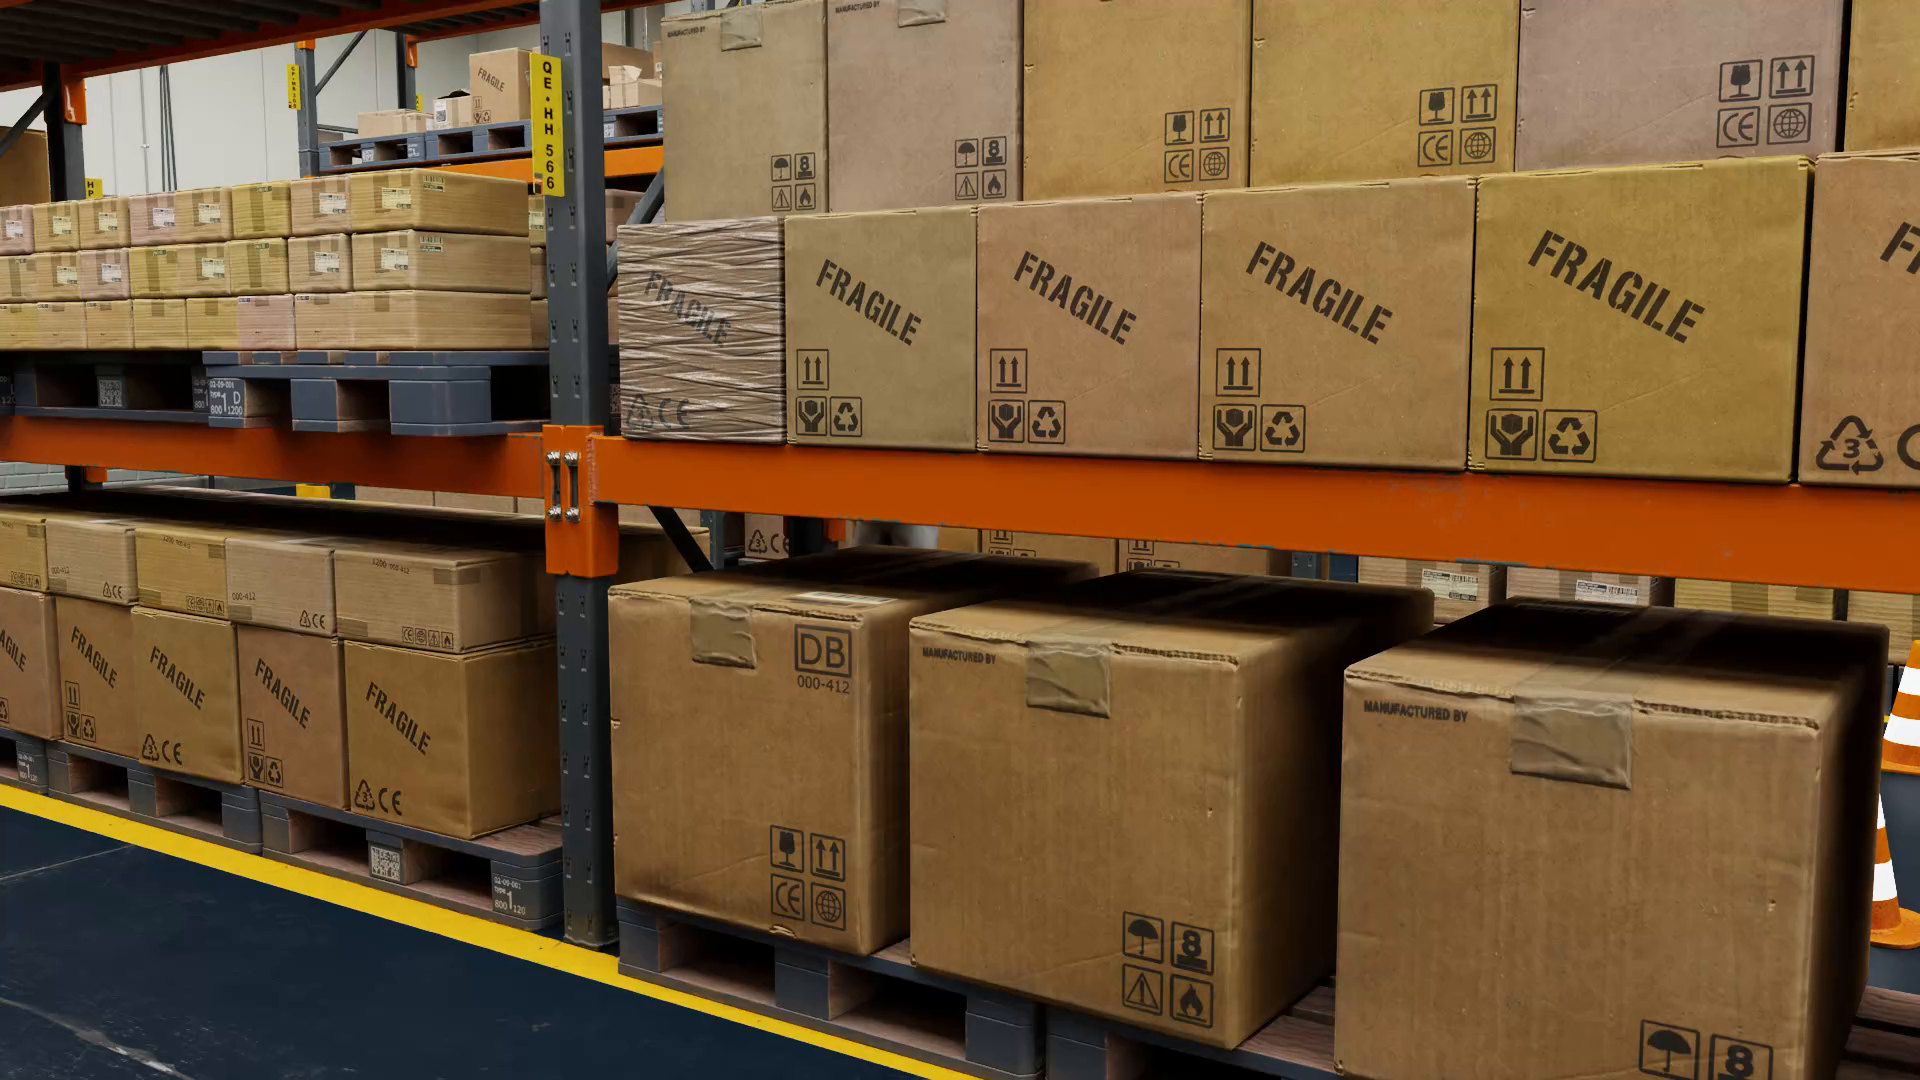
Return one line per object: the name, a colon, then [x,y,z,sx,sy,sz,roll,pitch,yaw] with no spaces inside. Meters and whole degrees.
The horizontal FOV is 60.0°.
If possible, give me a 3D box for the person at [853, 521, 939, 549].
person: [-0.277,-0.066,6.606,0.439,1.663,0.558,4,8,34]
